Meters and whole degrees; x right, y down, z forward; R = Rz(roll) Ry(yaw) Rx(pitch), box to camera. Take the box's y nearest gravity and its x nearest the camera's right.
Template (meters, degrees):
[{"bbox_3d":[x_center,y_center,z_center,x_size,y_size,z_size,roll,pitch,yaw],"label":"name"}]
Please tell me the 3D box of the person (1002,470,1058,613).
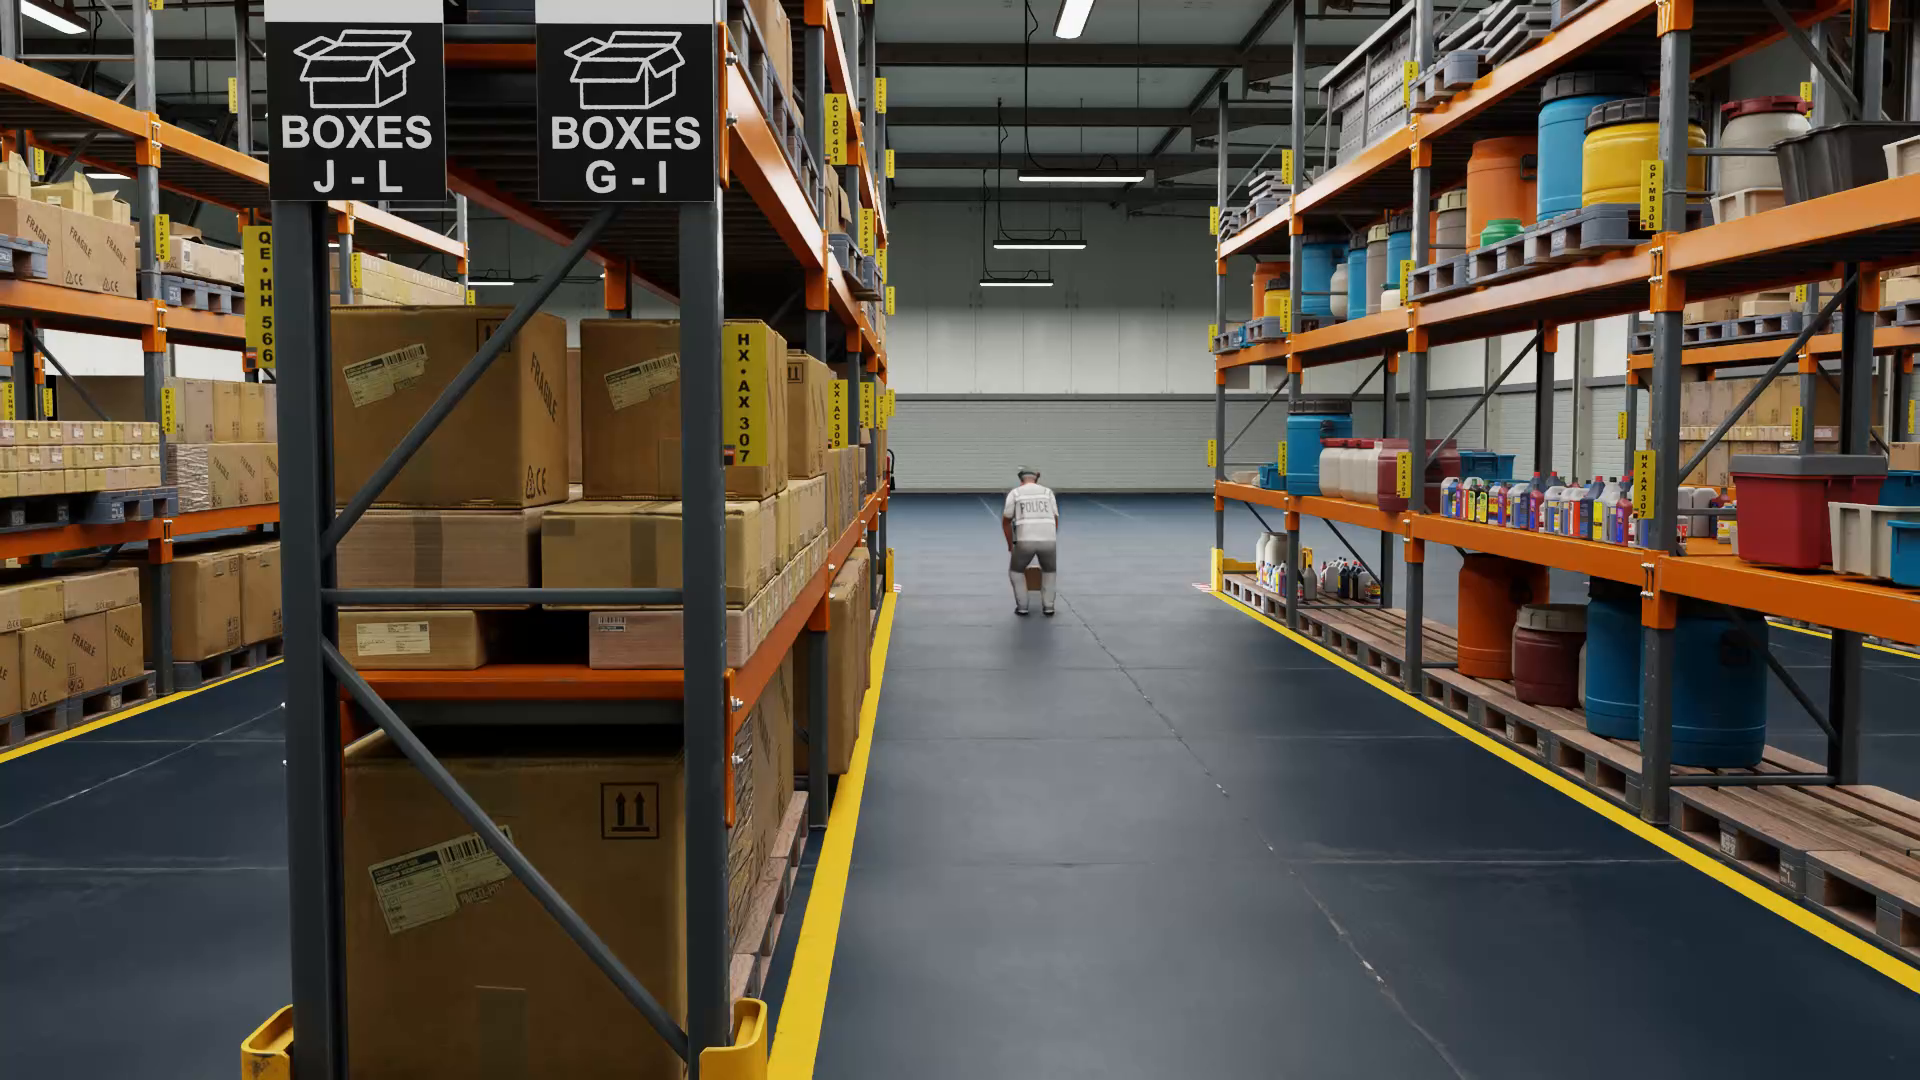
[{"bbox_3d":[0.740,0.021,17.412,0.589,1.497,0.751,0,4,-1],"label":"person"}]
